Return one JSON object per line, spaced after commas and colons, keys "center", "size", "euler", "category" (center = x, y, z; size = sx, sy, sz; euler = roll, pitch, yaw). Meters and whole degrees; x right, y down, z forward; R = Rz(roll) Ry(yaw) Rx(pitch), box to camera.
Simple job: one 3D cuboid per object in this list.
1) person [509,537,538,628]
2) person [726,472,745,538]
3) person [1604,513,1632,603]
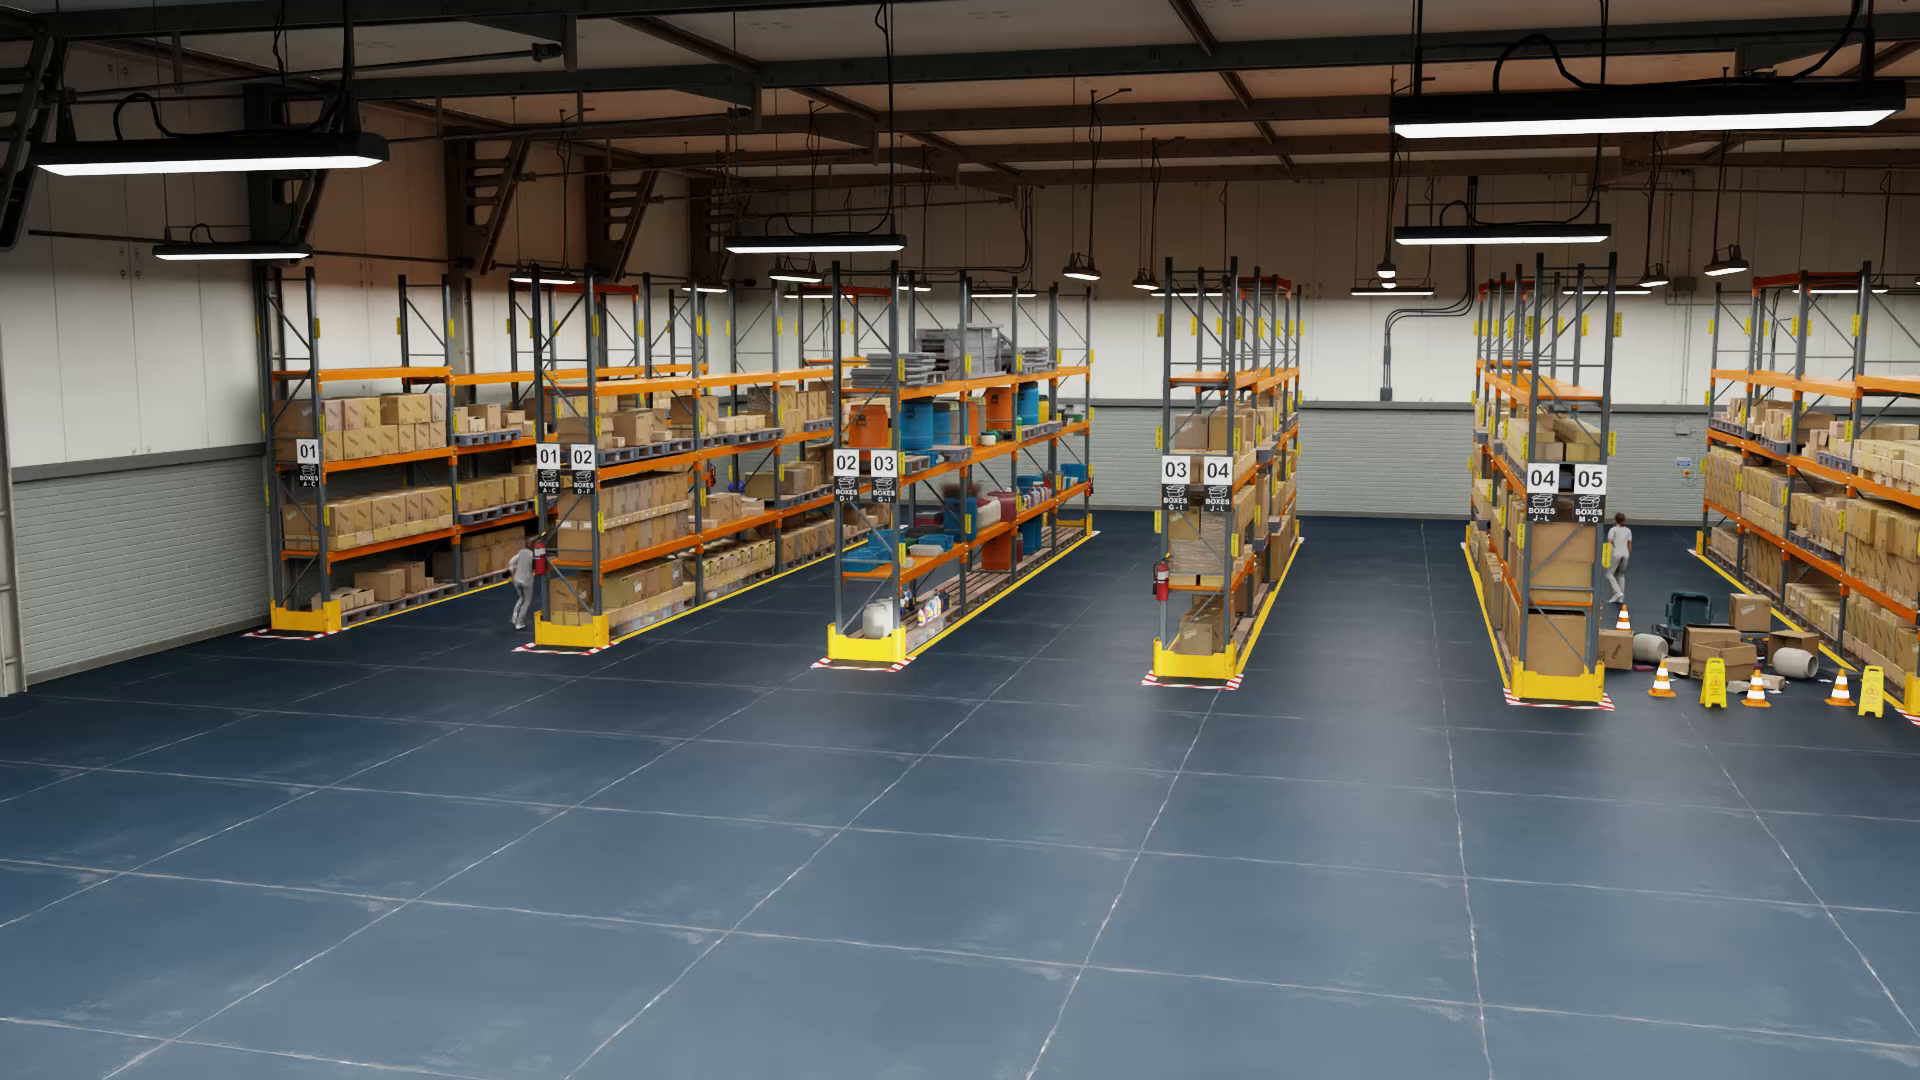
{"center": [-7.333, 0.706, 28.147], "size": [0.564, 1.493, 0.691], "euler": [2, 8, 17], "category": "person"}
{"center": [-5.357, -0.871, 39.961], "size": [0.480, 1.587, 1.045], "euler": [0, 7, 4], "category": "person"}
{"center": [12.101, 0.334, 30.472], "size": [0.508, 1.646, 0.578], "euler": [-1, 7, -9], "category": "person"}
